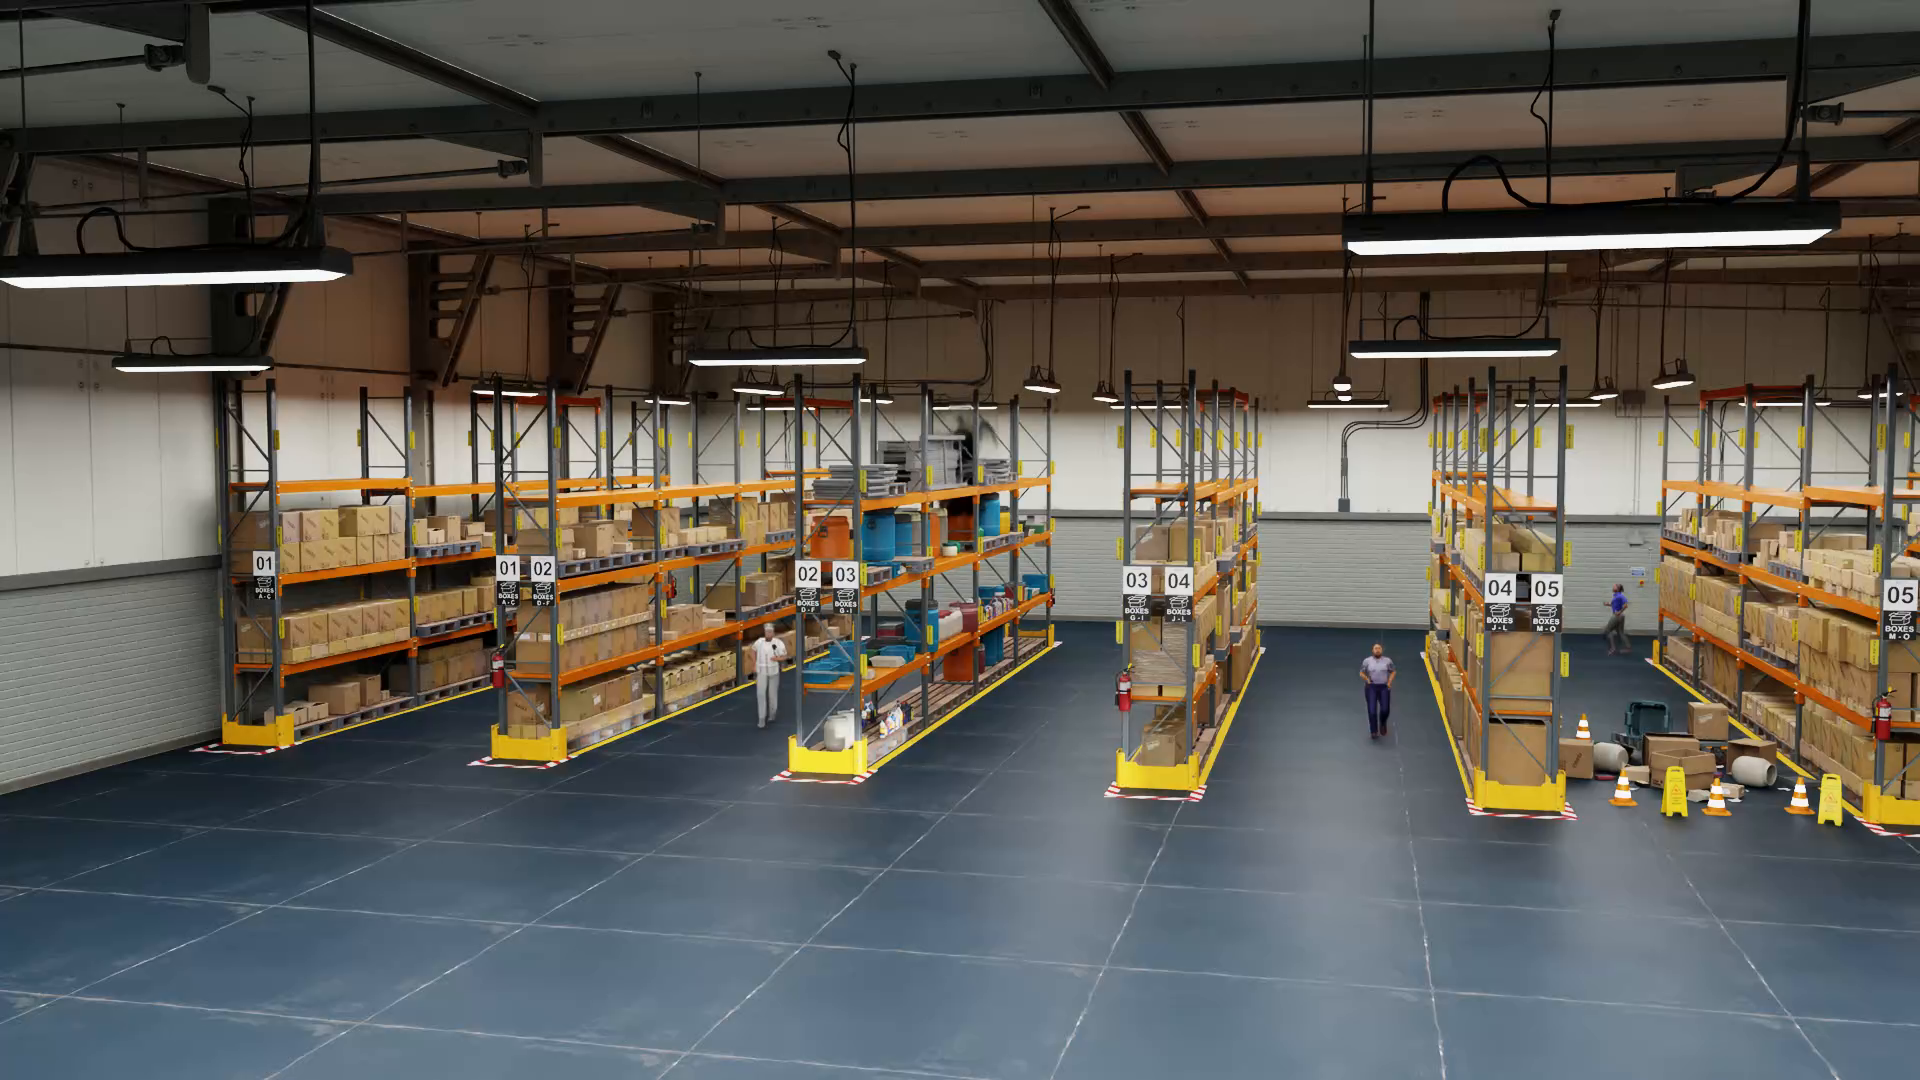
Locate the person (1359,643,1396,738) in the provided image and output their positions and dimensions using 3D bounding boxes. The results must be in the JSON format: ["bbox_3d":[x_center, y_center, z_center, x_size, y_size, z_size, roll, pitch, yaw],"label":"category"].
[{"bbox_3d":[7.001,2.525,27.867,0.598,1.601,0.554,1,3,11],"label":"person"}]

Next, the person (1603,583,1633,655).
[{"bbox_3d":[15.325,1.863,38.754,0.668,1.721,0.577,2,4,29],"label":"person"}]

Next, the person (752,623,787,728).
[{"bbox_3d":[-3.358,2.374,29.239,0.642,1.854,0.817,0,3,-3],"label":"person"}]
